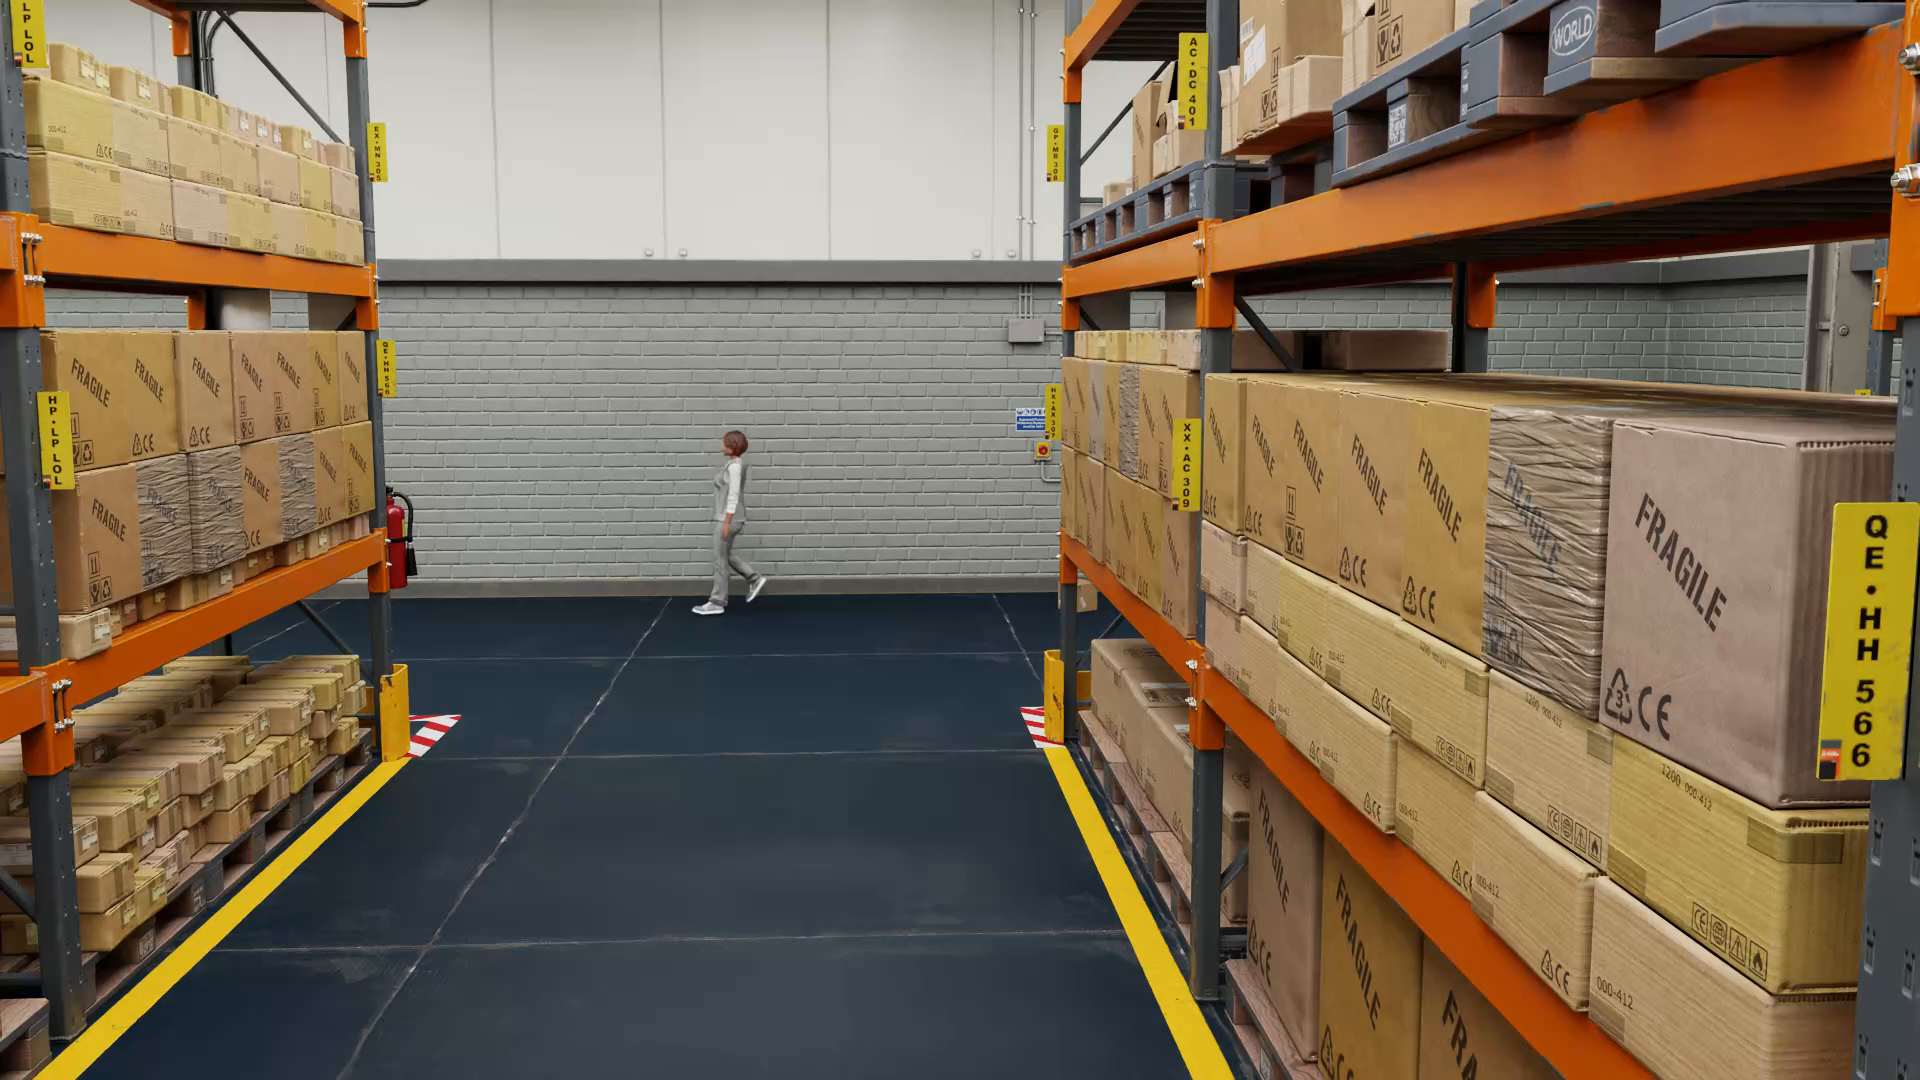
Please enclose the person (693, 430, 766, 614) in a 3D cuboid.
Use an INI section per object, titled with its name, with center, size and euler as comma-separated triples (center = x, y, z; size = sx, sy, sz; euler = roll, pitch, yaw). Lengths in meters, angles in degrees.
[person]
center = -2.007, -0.156, 14.405
size = 0.629, 1.584, 0.447
euler = 0, 7, -2
